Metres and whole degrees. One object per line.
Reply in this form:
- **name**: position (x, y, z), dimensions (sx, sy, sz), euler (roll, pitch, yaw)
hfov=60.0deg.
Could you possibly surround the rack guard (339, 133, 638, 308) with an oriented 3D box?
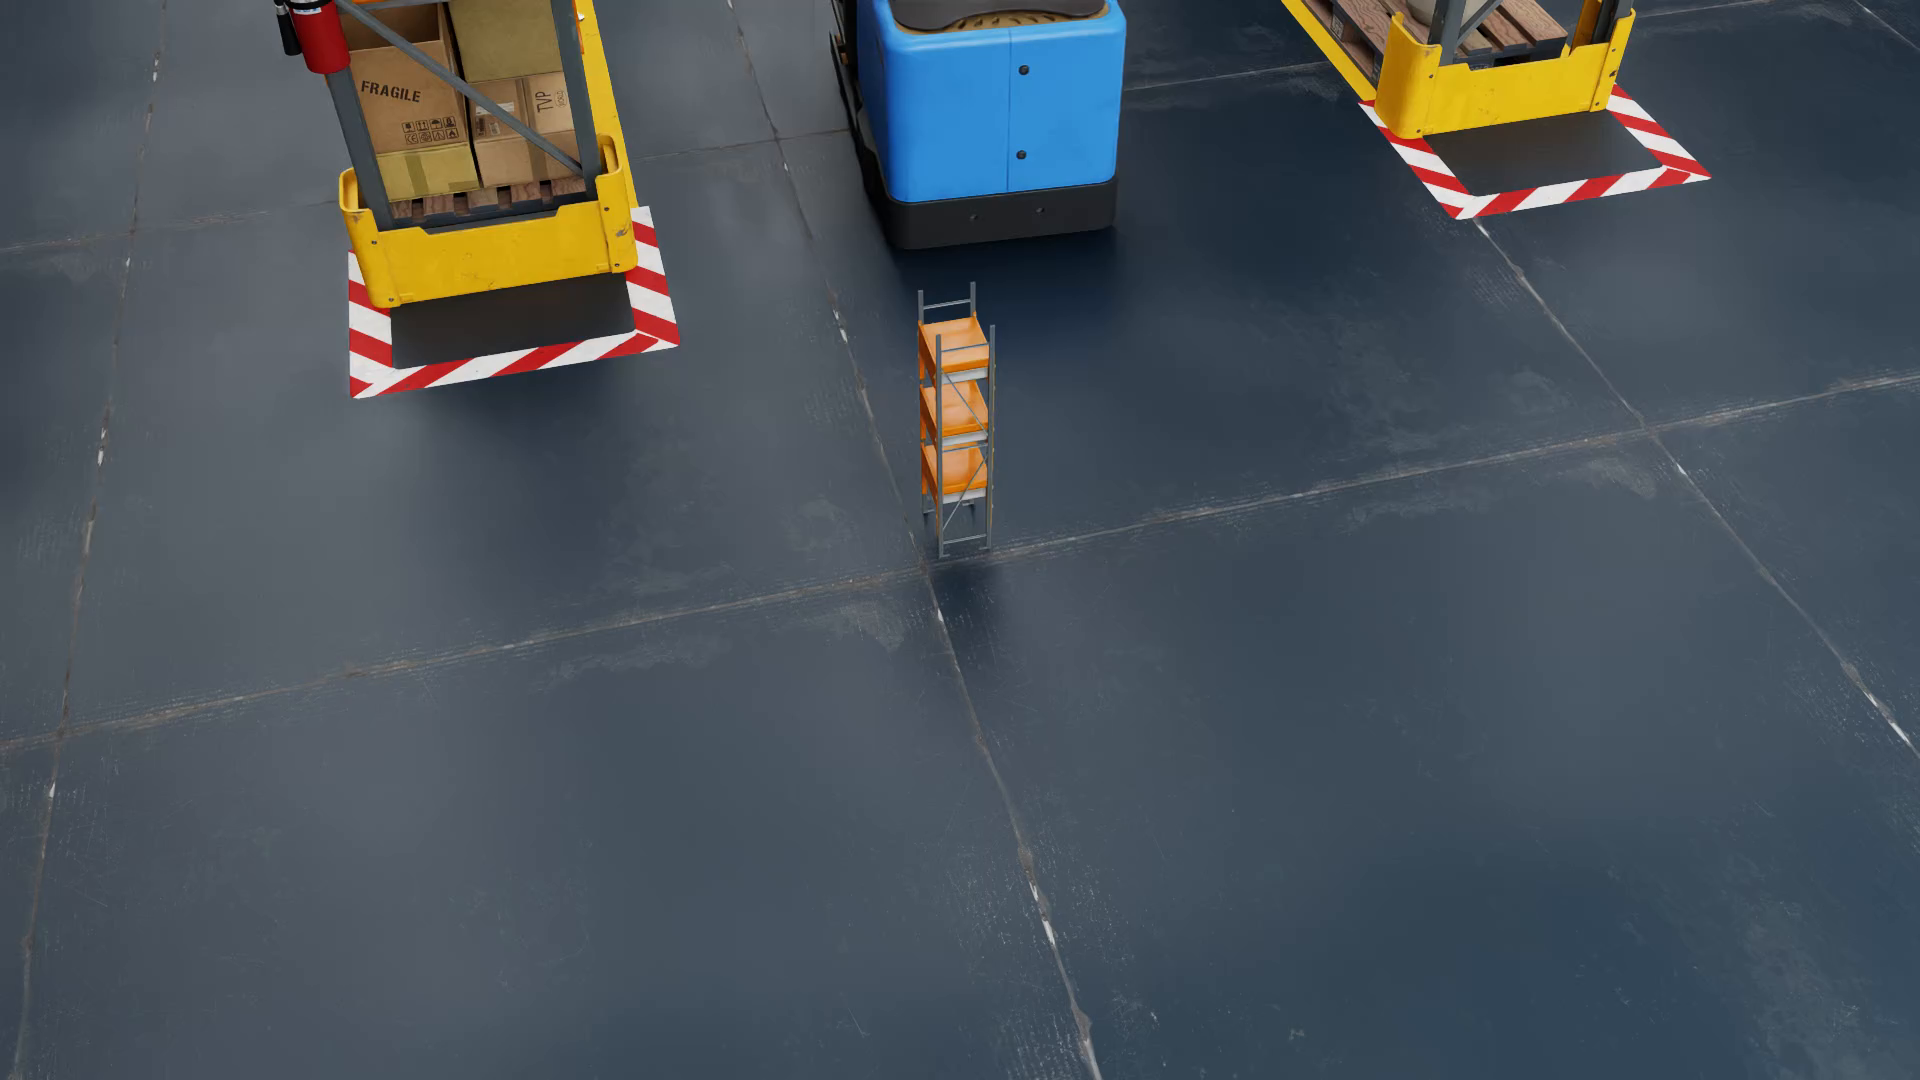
- **rack guard**: position (-2.041, -1.399, 7.271), dimensions (1.175, 0.500, 0.348), euler (-11, 47, -10)

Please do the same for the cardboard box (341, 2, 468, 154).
- **cardboard box**: position (-2.472, -2.053, 7.268), dimensions (0.500, 0.500, 0.500), euler (-11, 47, -10)

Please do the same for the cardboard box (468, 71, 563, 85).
- **cardboard box**: position (-2.101, -2.230, 7.967), dimensions (0.500, 0.250, 0.500), euler (-11, 47, -10)

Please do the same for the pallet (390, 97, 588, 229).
- **pallet**: position (-2.283, -1.835, 7.900), dimensions (1.003, 0.211, 1.213), euler (-11, 47, -10)

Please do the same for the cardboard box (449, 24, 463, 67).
- **cardboard box**: position (-2.739, -2.479, 8.210), dimensions (0.500, 0.250, 0.500), euler (-11, 47, -10)

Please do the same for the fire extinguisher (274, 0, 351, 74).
- **fire extinguisher**: position (-2.466, -2.097, 6.259), dimensions (0.296, 0.674, 0.183), euler (-11, 47, -10)

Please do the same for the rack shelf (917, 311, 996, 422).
- **rack shelf**: position (-0.014, -0.596, 5.716), dimensions (0.215, 0.259, 0.240), euler (-11, 47, -10)

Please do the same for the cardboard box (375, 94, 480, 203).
- **cardboard box**: position (-2.470, -1.791, 7.536), dimensions (0.500, 0.250, 0.500), euler (-11, 47, -10)

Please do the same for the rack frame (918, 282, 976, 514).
- **rack frame**: position (-0.045, -0.489, 5.994), dimensions (0.200, 1.050, 0.008), euler (-11, 47, -10)

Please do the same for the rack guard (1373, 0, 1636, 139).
- **rack guard**: position (2.678, -2.362, 8.215), dimensions (1.175, 0.500, 0.348), euler (-11, 47, -10)

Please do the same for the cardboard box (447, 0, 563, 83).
- **cardboard box**: position (-2.099, -2.493, 7.699), dimensions (0.500, 0.500, 0.500), euler (-11, 47, -10)

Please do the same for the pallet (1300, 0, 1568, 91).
- **pallet**: position (2.475, -2.823, 8.869), dimensions (1.003, 0.211, 1.213), euler (-11, 47, -10)

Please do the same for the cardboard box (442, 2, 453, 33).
- **cardboard box**: position (-2.742, -2.741, 7.942), dimensions (0.500, 0.500, 0.500), euler (-11, 47, -10)

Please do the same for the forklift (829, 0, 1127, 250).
- **forklift**: position (-0.064, -3.389, 7.519), dimensions (1.130, 2.935, 3.031), euler (-7, 46, -7)

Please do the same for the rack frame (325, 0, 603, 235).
- **rack frame**: position (-2.047, -2.290, 6.394), dimensions (1.000, 3.000, 0.127), euler (-11, 47, -10)

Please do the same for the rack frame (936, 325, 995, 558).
- **rack frame**: position (0.018, -0.320, 5.829), dimensions (0.200, 1.050, 0.008), euler (-11, 47, -10)

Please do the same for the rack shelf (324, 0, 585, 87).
- **rack shelf**: position (-2.559, -3.419, 8.004), dimensions (1.077, 0.370, 4.000), euler (-11, 47, -10)

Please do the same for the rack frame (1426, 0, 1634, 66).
- **rack frame**: position (2.742, -3.193, 7.279), dimensions (1.000, 3.000, 0.127), euler (-11, 47, -10)

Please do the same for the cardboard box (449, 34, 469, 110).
- **cardboard box**: position (-2.609, -2.134, 7.872), dimensions (0.500, 0.250, 0.500), euler (-11, 47, -10)

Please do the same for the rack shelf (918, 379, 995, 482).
- **rack shelf**: position (-0.014, -0.397, 5.919), dimensions (0.215, 0.259, 0.240), euler (-11, 47, -10)

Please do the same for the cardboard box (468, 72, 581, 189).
- **cardboard box**: position (-1.969, -1.886, 7.629), dimensions (0.500, 0.250, 0.500), euler (-11, 47, -10)

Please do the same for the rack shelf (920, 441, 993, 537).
- **rack shelf**: position (-0.014, -0.202, 6.117), dimensions (0.215, 0.259, 0.240), euler (-11, 47, -10)

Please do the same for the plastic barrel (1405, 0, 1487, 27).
- **plastic barrel**: position (2.500, -2.910, 8.450), dimensions (0.421, 0.512, 0.421), euler (0, 46, 0)

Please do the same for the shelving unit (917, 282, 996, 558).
- **shelving unit**: position (-0.014, -0.404, 5.911), dimensions (0.215, 1.050, 0.252), euler (-11, 47, -10)
